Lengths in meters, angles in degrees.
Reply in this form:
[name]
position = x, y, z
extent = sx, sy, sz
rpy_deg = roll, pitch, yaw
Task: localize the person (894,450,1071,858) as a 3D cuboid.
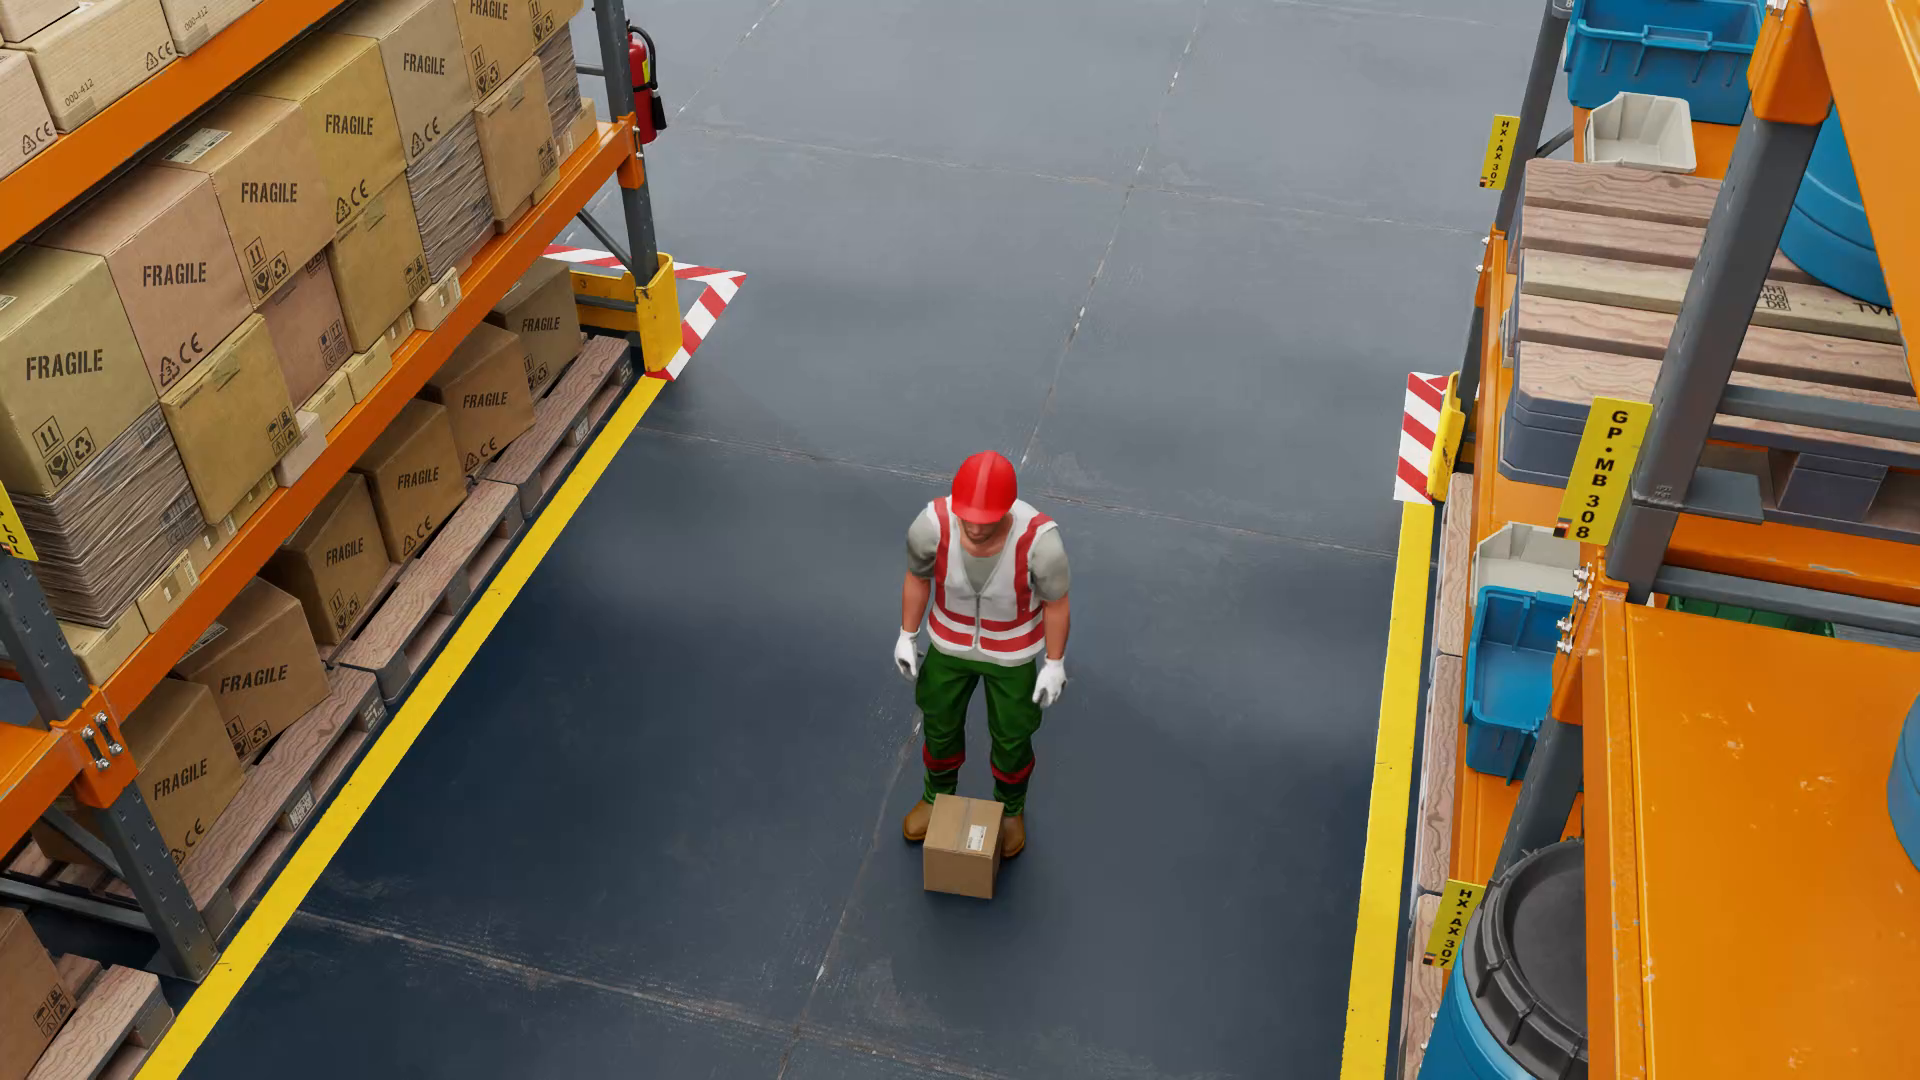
[person]
position = 0.073, 0.387, 5.694
extent = 0.607, 1.780, 0.449
rpy_deg = 10, 42, 11
